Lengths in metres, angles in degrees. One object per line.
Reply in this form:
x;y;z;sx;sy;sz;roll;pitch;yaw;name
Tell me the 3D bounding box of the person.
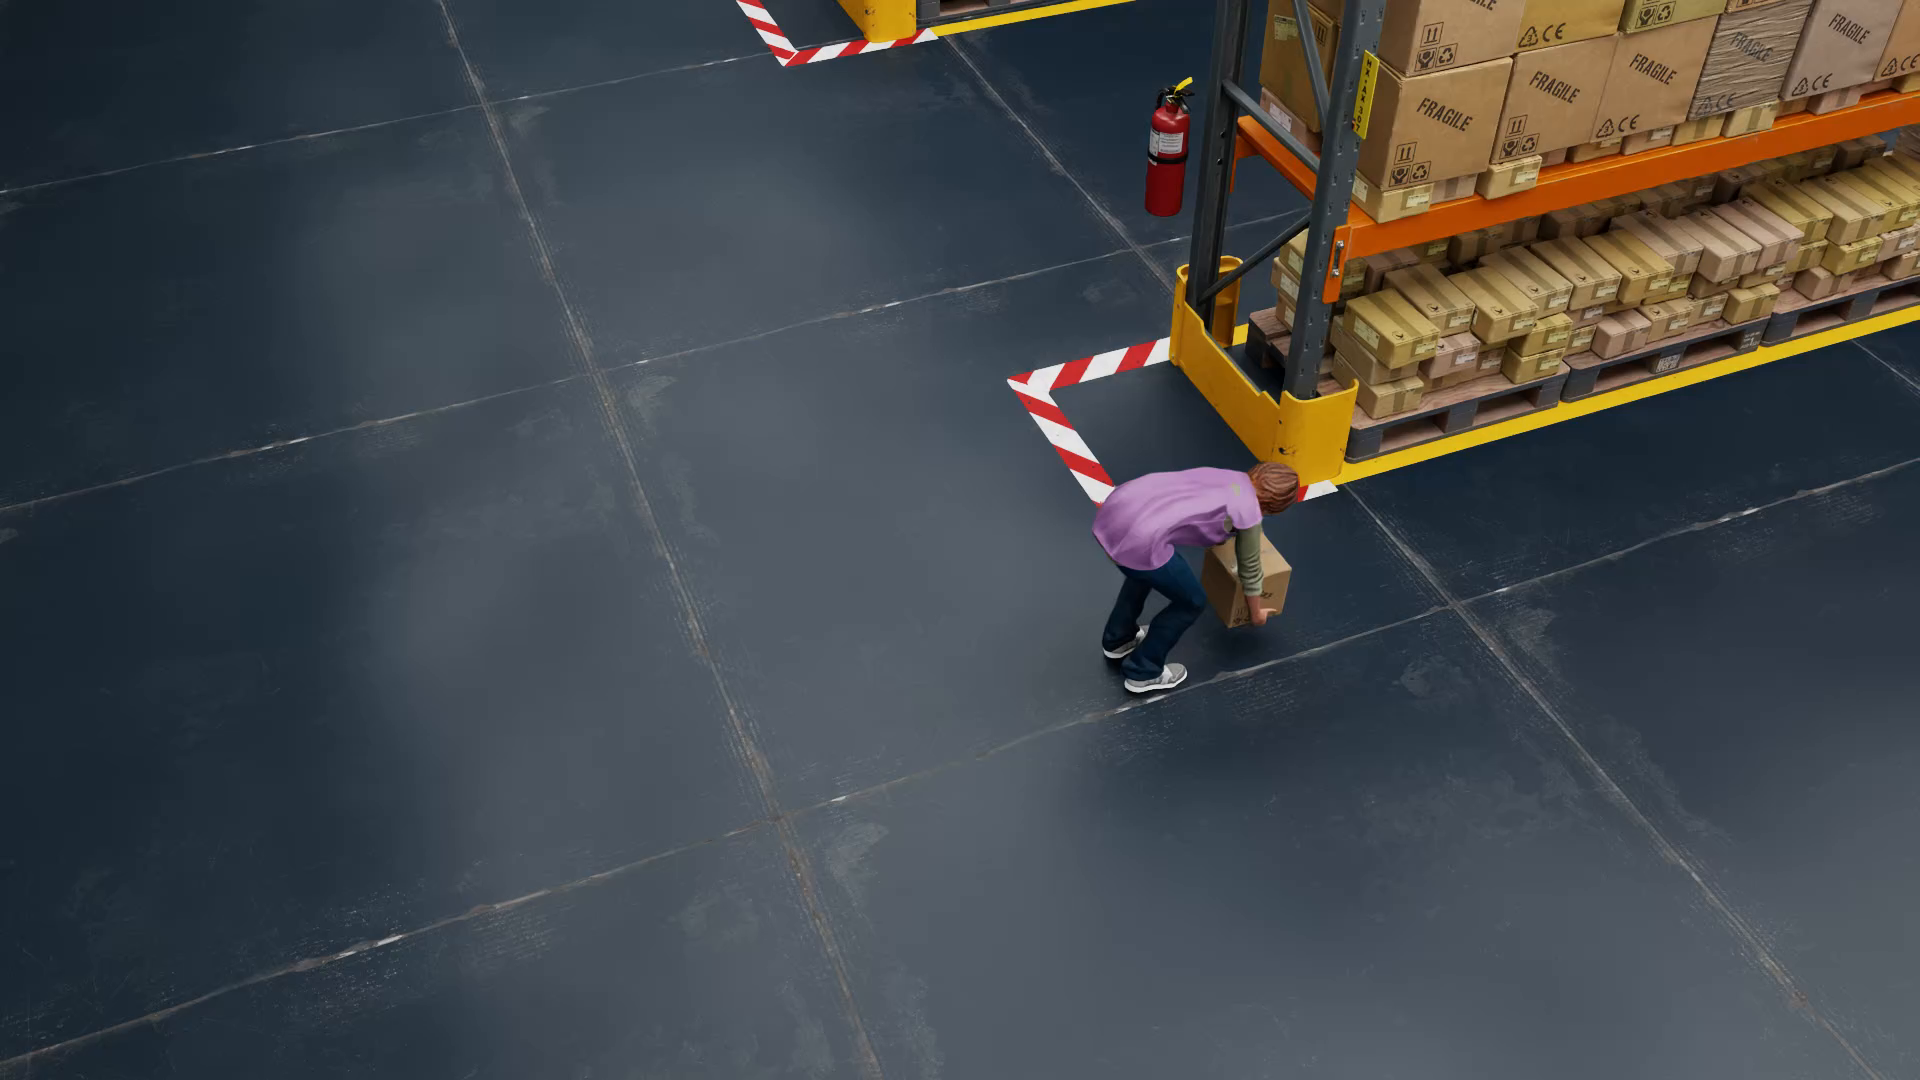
0.715;-0.081;6.258;0.345;1.592;0.476;-18;45;-19;person
